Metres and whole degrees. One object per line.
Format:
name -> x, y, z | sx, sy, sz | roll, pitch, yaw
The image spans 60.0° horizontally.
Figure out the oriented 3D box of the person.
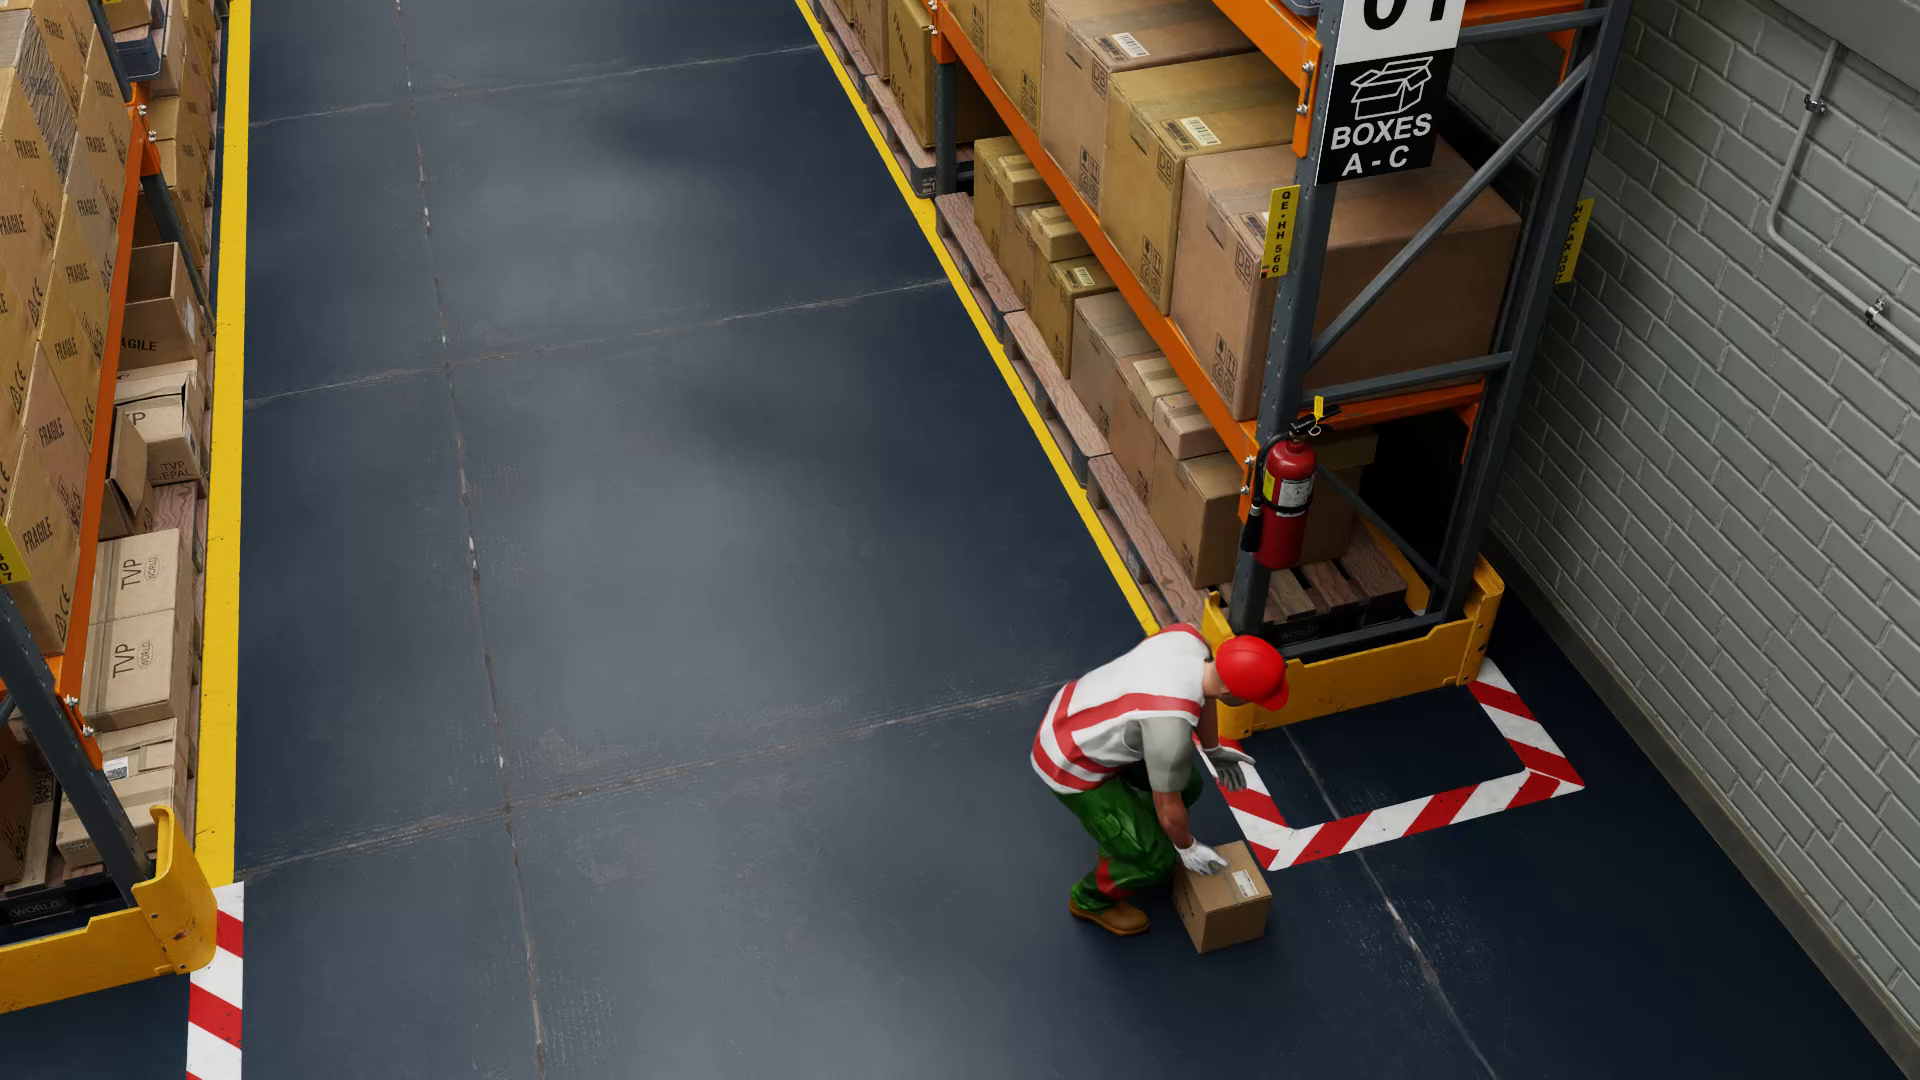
person -> 0.652, 0.762, 5.620 | 0.795, 1.351, 0.584 | 14, 44, 15
